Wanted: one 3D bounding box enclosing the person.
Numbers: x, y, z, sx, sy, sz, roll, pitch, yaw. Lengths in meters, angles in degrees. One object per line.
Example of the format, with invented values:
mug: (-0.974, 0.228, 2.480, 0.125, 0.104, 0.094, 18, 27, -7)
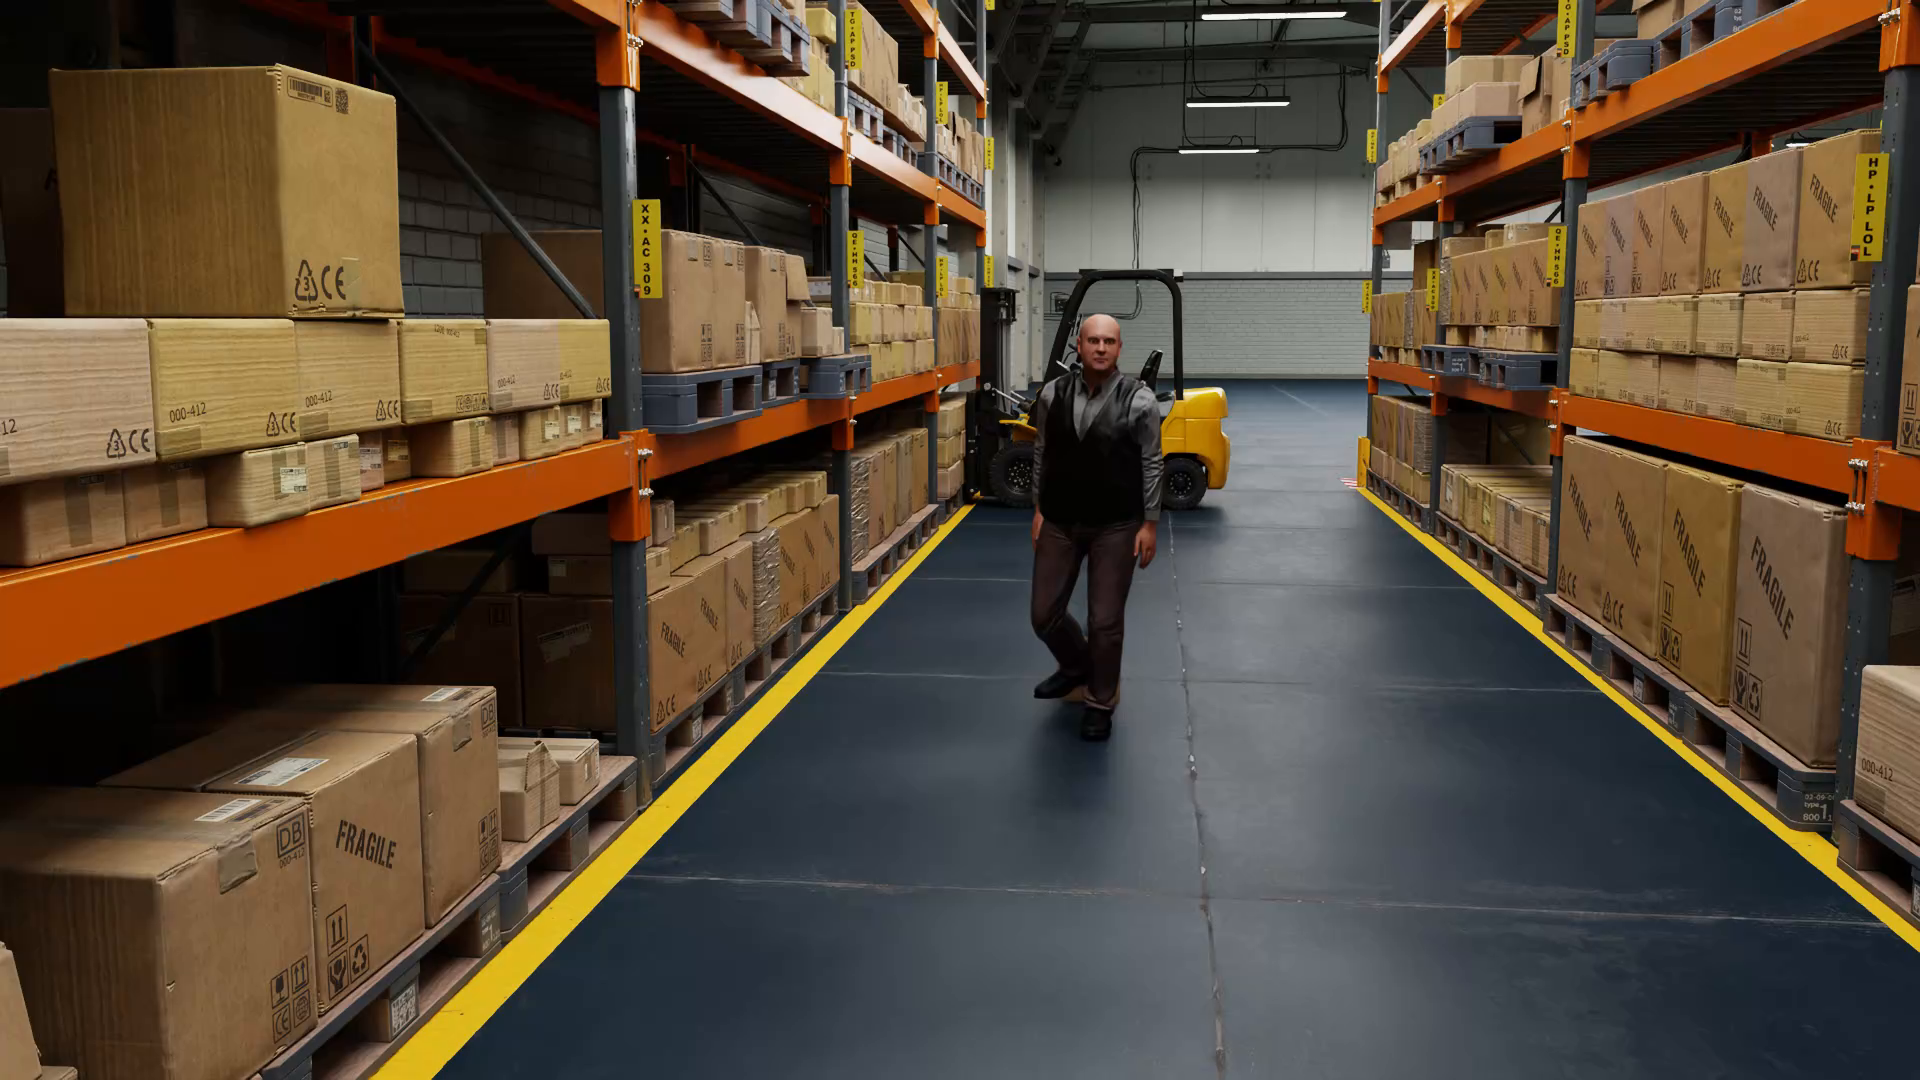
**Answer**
person: (0.560, -0.063, 6.840, 0.588, 1.715, 0.524, 3, 8, 22)
